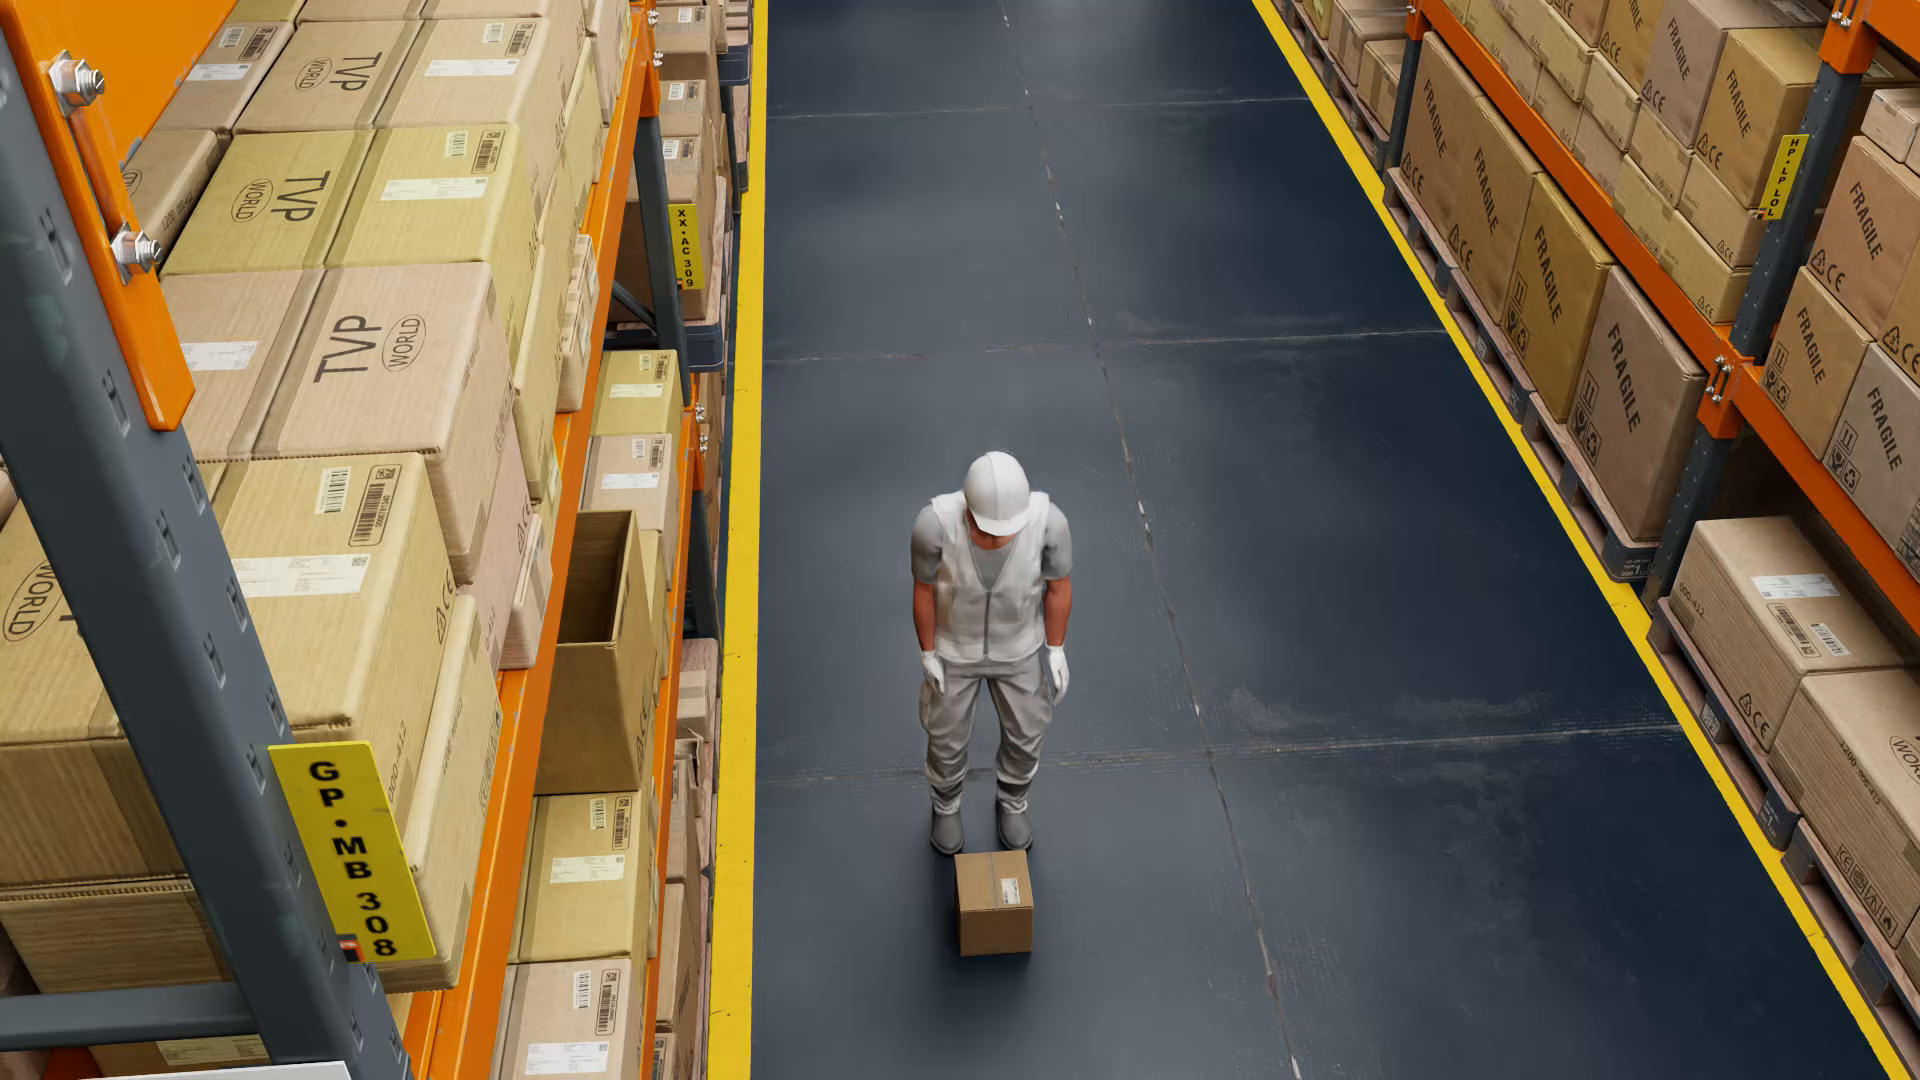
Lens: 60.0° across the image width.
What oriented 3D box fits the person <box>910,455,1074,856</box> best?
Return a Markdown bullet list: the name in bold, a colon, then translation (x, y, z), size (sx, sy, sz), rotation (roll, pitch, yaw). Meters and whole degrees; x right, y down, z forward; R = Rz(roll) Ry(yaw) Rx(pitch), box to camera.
- **person**: translation (0.109, 0.397, 5.678), size (0.541, 1.743, 0.443), rotation (-2, 39, -3)
